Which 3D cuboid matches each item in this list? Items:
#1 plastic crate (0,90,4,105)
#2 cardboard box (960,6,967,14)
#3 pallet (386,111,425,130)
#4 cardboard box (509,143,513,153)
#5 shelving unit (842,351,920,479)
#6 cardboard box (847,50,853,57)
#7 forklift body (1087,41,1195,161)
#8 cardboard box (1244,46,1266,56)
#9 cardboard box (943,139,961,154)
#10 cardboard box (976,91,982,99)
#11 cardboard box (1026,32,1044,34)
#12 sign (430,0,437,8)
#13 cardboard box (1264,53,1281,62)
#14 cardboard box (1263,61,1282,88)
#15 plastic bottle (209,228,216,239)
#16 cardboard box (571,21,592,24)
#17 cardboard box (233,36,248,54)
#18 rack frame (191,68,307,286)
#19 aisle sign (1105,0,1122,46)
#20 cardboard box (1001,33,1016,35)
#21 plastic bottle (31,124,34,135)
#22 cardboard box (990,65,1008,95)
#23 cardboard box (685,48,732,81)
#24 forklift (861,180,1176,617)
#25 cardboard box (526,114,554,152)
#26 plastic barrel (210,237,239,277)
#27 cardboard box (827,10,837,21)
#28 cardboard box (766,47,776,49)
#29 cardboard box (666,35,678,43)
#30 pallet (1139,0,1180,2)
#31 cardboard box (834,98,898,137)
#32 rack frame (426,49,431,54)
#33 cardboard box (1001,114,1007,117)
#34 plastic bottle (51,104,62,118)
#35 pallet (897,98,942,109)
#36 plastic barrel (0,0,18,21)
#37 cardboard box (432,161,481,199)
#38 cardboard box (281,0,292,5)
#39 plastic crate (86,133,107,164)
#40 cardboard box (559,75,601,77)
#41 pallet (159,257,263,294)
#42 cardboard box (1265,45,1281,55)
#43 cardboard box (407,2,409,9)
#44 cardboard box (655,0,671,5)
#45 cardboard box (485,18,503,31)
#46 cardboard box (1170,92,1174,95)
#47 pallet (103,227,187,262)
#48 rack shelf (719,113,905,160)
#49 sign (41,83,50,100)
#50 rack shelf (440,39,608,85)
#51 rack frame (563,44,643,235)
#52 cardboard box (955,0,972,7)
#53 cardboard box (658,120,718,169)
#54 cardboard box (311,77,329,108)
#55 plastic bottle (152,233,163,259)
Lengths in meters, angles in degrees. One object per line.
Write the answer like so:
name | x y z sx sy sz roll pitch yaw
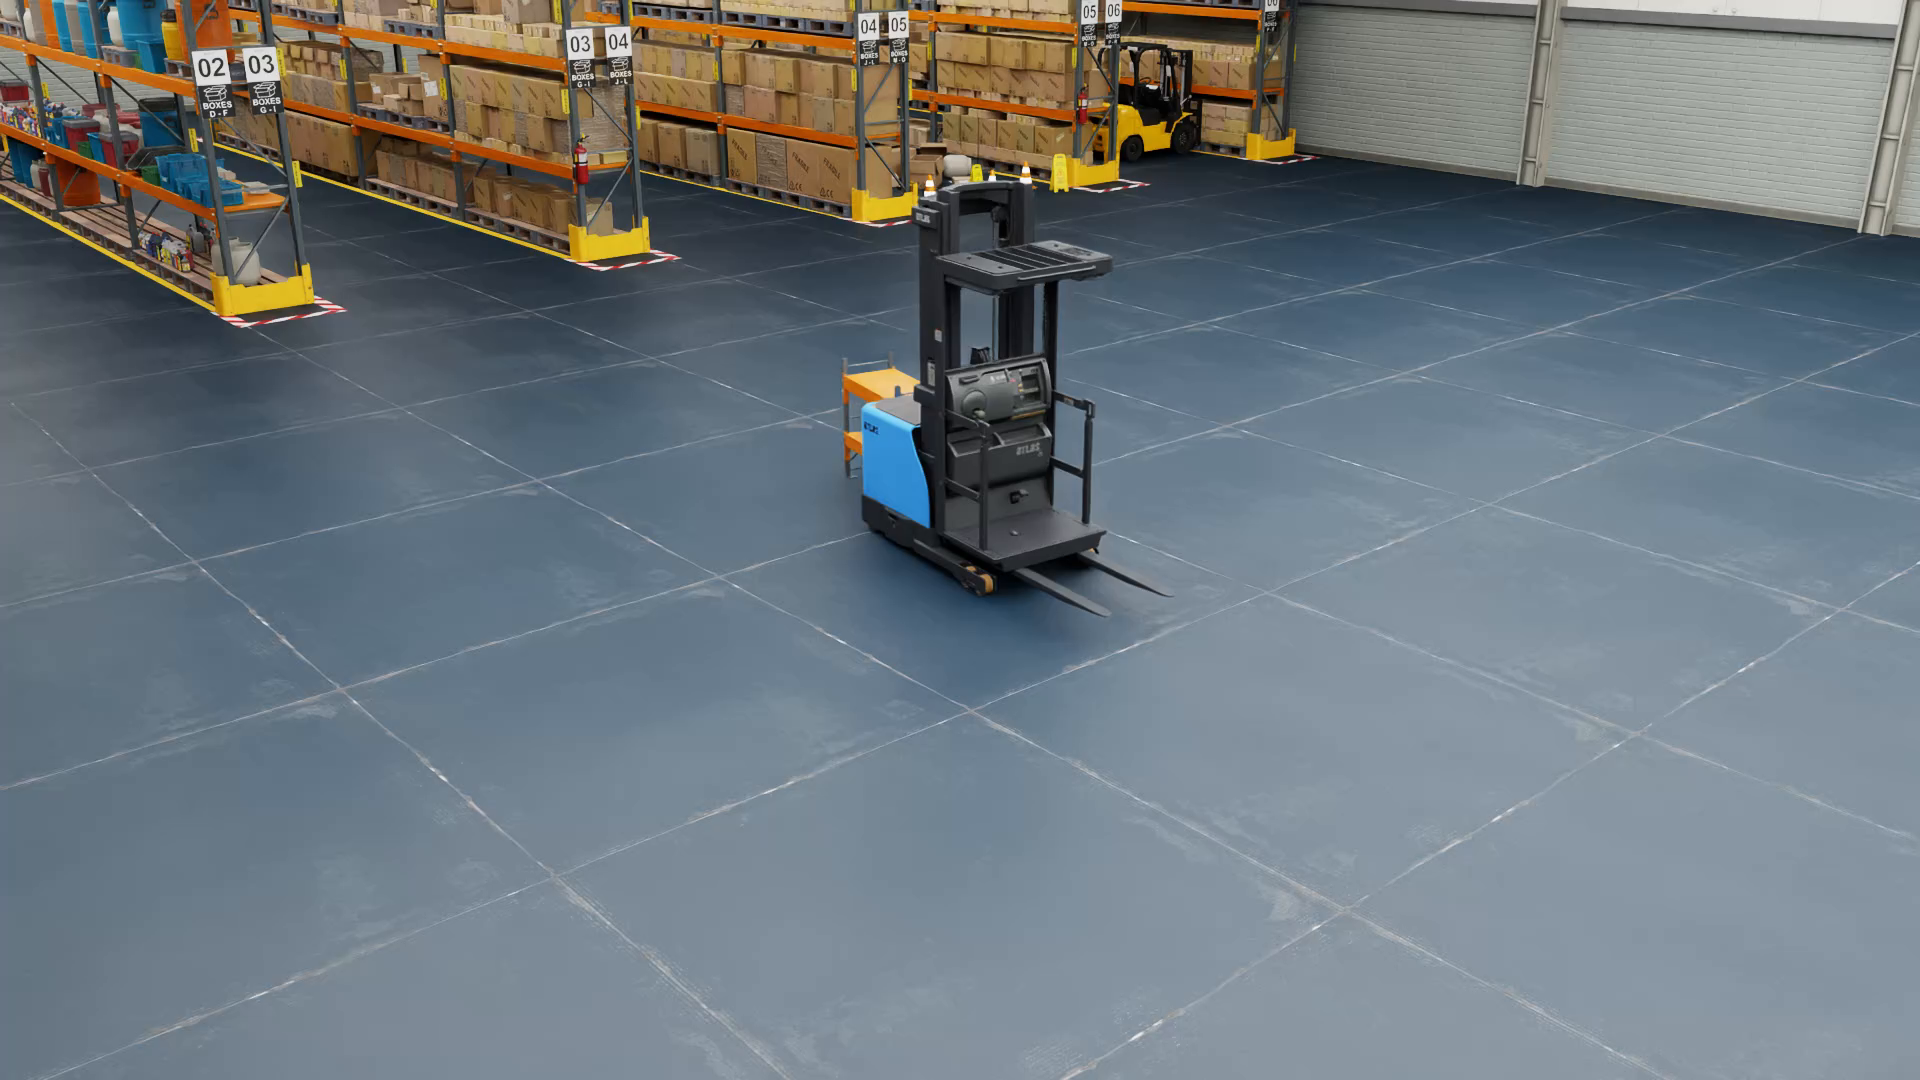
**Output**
plastic crate | -17.507 -8.127 30.426 0.437 0.282 0.530 -17 27 -37
cardboard box | 0.223 -10.023 31.420 0.380 0.149 0.250 -17 27 -37
pallet | -8.964 -7.135 28.078 1.003 0.211 1.213 -17 27 -37
cardboard box | -6.577 -5.939 25.106 0.380 0.149 0.250 -17 27 -37
shelving unit | -0.575 -0.967 14.637 0.538 1.125 1.048 -12 24 -27
cardboard box | -1.964 -10.035 34.097 0.500 0.500 0.500 -17 27 -37
forklift body | 3.581 -8.788 33.198 2.313 2.155 1.214 -17 27 -37
cardboard box | 5.807 -9.629 32.748 0.380 0.149 0.250 -17 27 -37
cardboard box | 0.012 -7.704 32.461 0.500 0.250 0.500 -19 28 -40
cardboard box | 0.528 -8.469 31.565 0.380 0.149 0.250 -18 27 -38
cardboard box | 1.722 -11.479 37.878 0.380 0.149 0.250 -17 27 -37
sign | -8.094 -8.345 25.540 0.100 0.325 0.005 -17 27 -37
cardboard box | 6.176 -9.598 33.075 0.380 0.149 0.250 -18 28 -39
cardboard box | 6.088 -9.343 33.314 0.500 0.500 0.500 -16 27 -36
plastic bottle | -10.453 -4.198 23.343 0.144 0.351 0.185 -18 27 -38
cardboard box | -5.548 -7.423 24.094 0.380 0.149 0.250 -16 27 -35
cardboard box | -14.731 -9.913 33.677 0.500 0.500 0.500 -18 28 -39
rack frame | -8.817 -4.373 20.761 1.000 3.000 0.127 -17 27 -37
aisle sign | 2.718 -9.178 29.465 0.394 0.787 0.004 -17 27 -37
cardboard box | 1.139 -11.421 37.729 0.380 0.149 0.250 -17 27 -36
plastic bottle | -14.902 -6.627 26.790 0.097 0.201 0.097 0 21 0
cardboard box | 0.916 -8.603 31.018 0.500 0.500 0.500 -17 27 -37
cardboard box | -4.518 -8.599 30.044 0.700 0.500 0.500 -18 28 -38
forklift | 0.430 -1.141 12.603 1.130 2.935 3.031 -14 26 -32
cardboard box | -5.820 -6.005 24.383 0.875 0.500 0.500 -17 27 -37
plastic barrel | -9.632 -3.712 21.910 0.421 0.512 0.421 0 21 0
cardboard box | -1.879 -8.307 26.326 0.380 0.149 0.250 -17 27 -37
cardboard box | -3.975 -10.635 36.269 0.500 0.250 0.500 -18 28 -39
cardboard box | -6.566 -11.616 39.118 0.500 0.500 0.500 -18 28 -38
pallet | 4.166 -11.325 34.519 1.003 0.211 1.213 -17 27 -37
cardboard box | -1.518 -6.866 26.922 0.875 0.550 0.550 -17 27 -37
rack frame | -11.685 -11.125 38.001 1.000 3.000 0.127 -17 27 -37
cardboard box | 1.088 -7.900 31.933 0.500 0.500 0.500 -16 26 -35
plastic bottle | -15.111 -7.111 27.821 0.144 0.351 0.185 -17 27 -37
pallet | -1.073 -10.895 41.237 1.003 0.211 1.213 -17 27 -37
plastic barrel | -15.311 -8.692 26.915 0.433 0.535 0.433 0 21 0
cardboard box | -8.358 -6.009 27.763 0.700 0.500 0.500 -18 27 -38
cardboard box | -12.250 -10.093 30.800 0.500 0.311 0.500 -19 28 -39
plastic crate | -12.384 -5.701 24.175 0.392 0.384 0.575 -17 27 -37
cardboard box | -5.539 -6.559 24.427 0.500 0.500 0.500 -17 27 -37
pallet | -10.221 -3.647 22.731 1.003 0.211 1.213 -17 27 -37
cardboard box | 6.143 -9.724 32.990 0.380 0.149 0.250 -18 28 -38
cardboard box | -9.132 -9.086 27.860 0.500 0.500 0.500 -17 27 -37
cardboard box | -5.163 -9.839 30.014 0.500 0.311 0.500 -19 28 -39
cardboard box | -6.818 -7.655 24.687 0.380 0.149 0.250 -18 28 -38
cardboard box | 4.399 -9.353 35.300 0.500 0.250 0.500 -18 28 -38
pallet | -11.970 -4.387 24.622 1.003 0.211 1.213 -17 27 -37
rack shelf | -2.547 -6.922 28.257 1.077 0.370 4.000 -17 27 -37
sign | -16.232 -7.947 29.508 0.100 0.325 0.005 -17 27 -37
rack shelf | -6.370 -7.166 24.766 1.077 0.370 4.000 -17 27 -37
rack frame | -5.065 -5.552 23.771 1.000 3.000 0.127 -17 27 -37
cardboard box | 0.255 -10.154 31.207 0.500 0.250 0.500 -18 28 -38
cardboard box | -4.953 -7.375 30.936 1.050 0.750 0.750 -17 27 -37
cardboard box | -11.459 -8.168 30.313 0.500 0.500 0.500 -19 28 -39
plastic bottle | -11.092 -4.075 23.031 0.144 0.351 0.185 -19 28 -40
